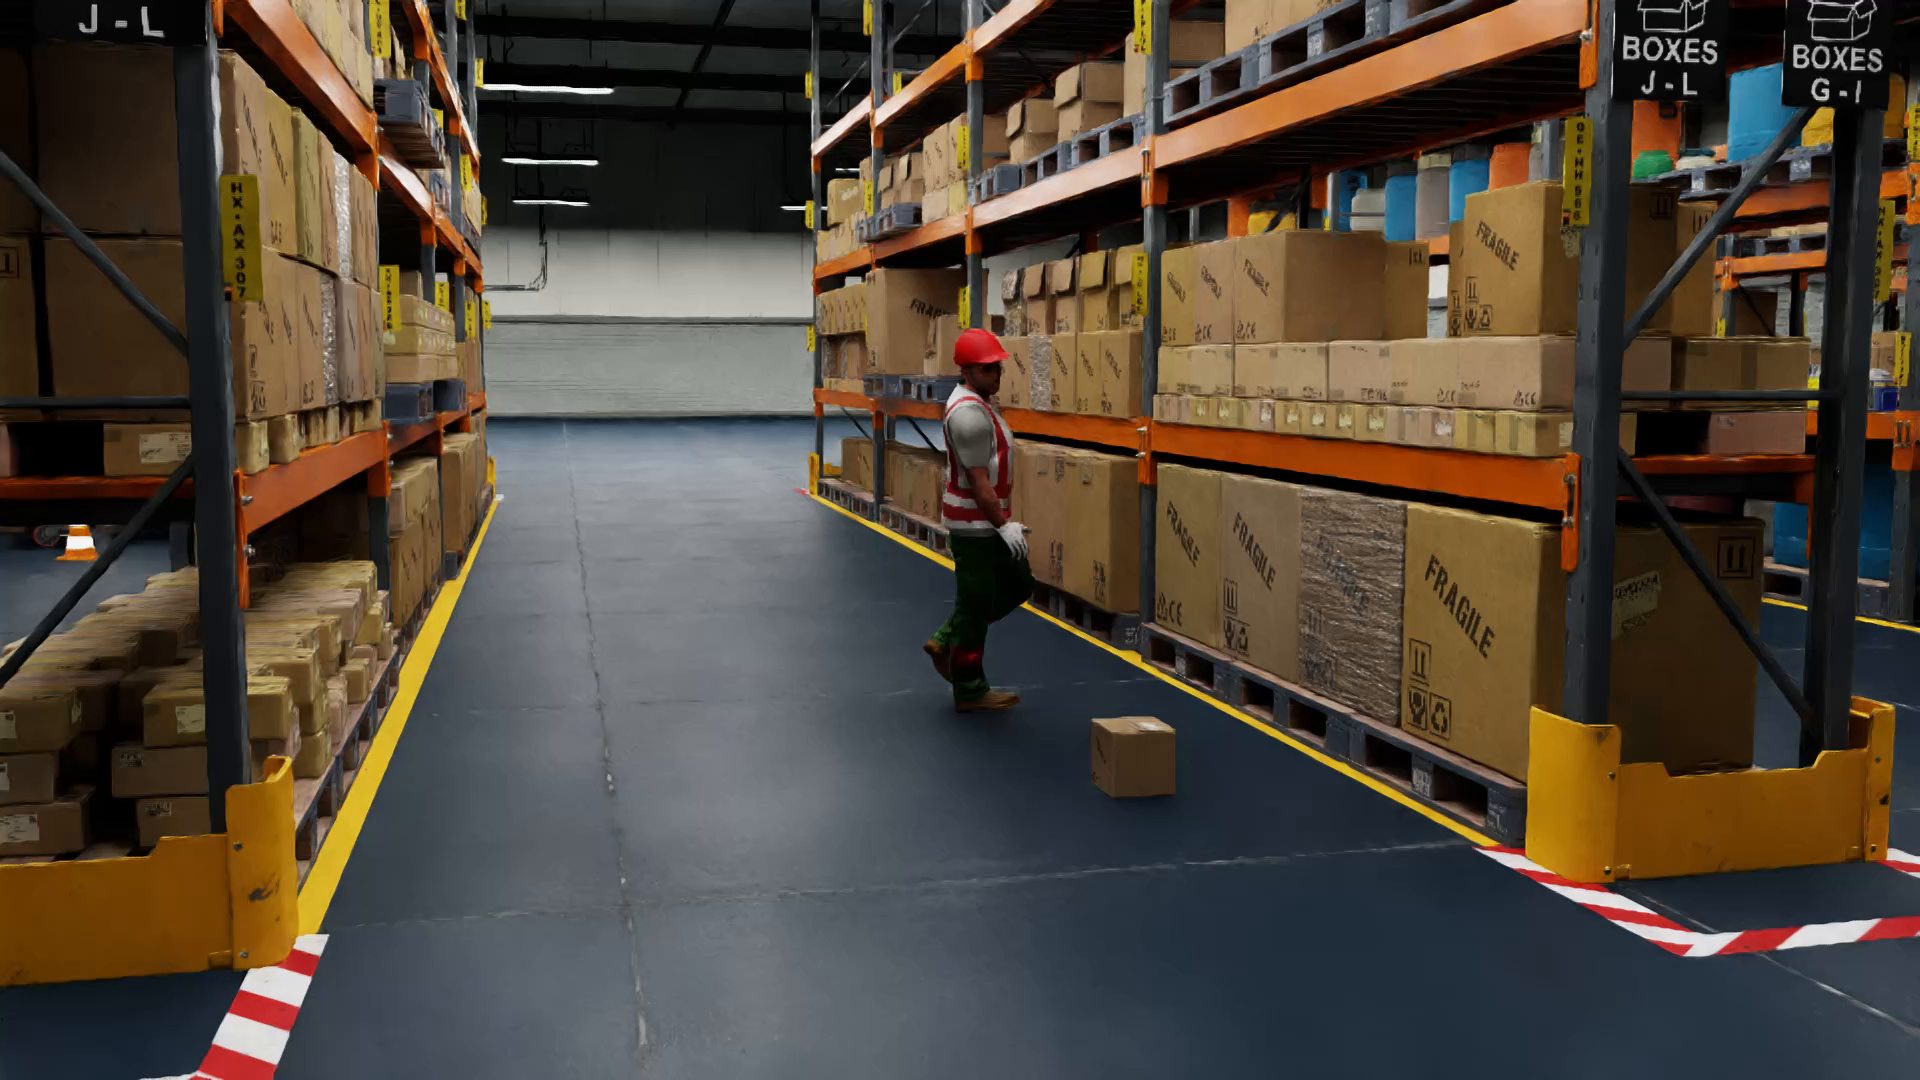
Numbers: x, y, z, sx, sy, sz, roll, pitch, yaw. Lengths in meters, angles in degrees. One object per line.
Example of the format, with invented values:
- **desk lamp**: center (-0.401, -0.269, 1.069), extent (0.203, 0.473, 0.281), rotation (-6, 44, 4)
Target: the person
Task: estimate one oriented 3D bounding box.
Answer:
- **person**: center (2.168, -0.668, 13.152), extent (3.483, 1.747, 12.569), rotation (1, 6, 6)
